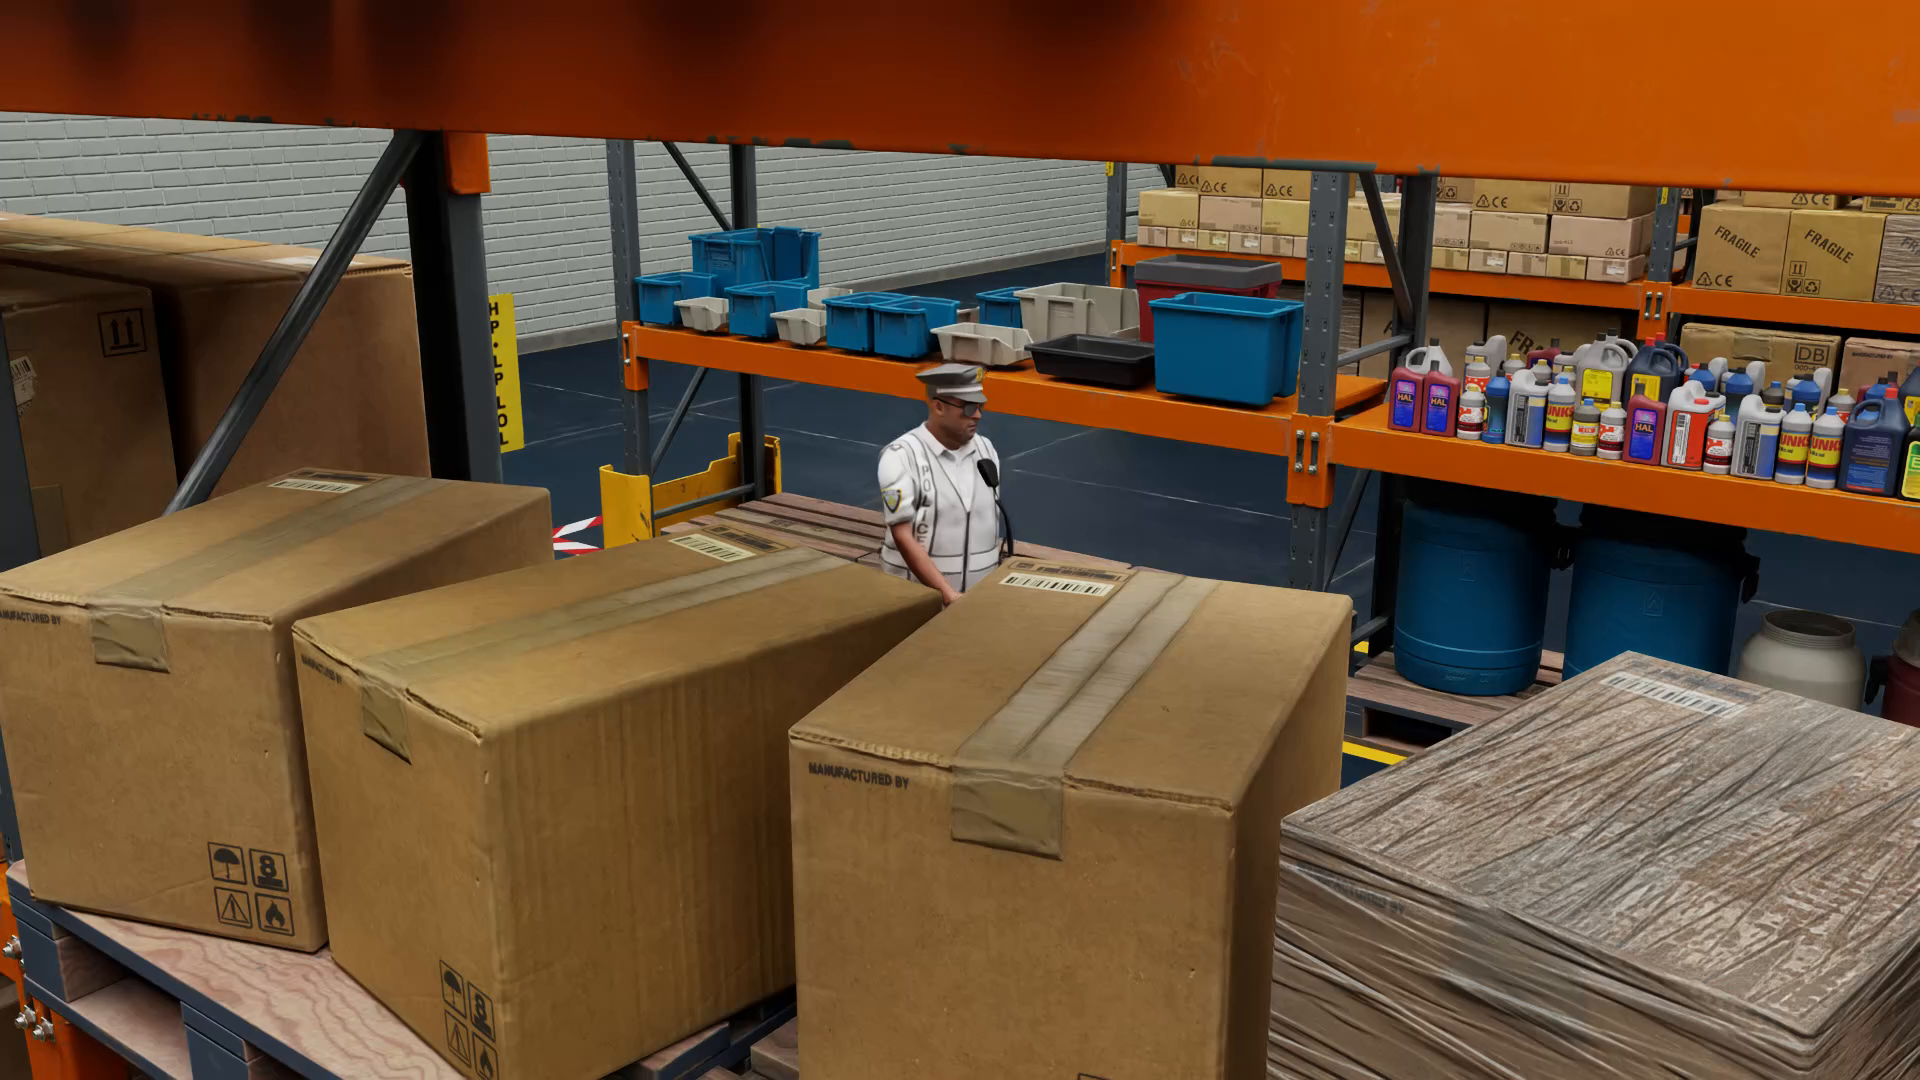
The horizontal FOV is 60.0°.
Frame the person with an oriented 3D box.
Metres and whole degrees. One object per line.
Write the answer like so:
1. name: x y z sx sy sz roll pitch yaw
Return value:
1. person: 0.000 0.195 6.018 0.534 1.657 1.033 -8 18 -26
